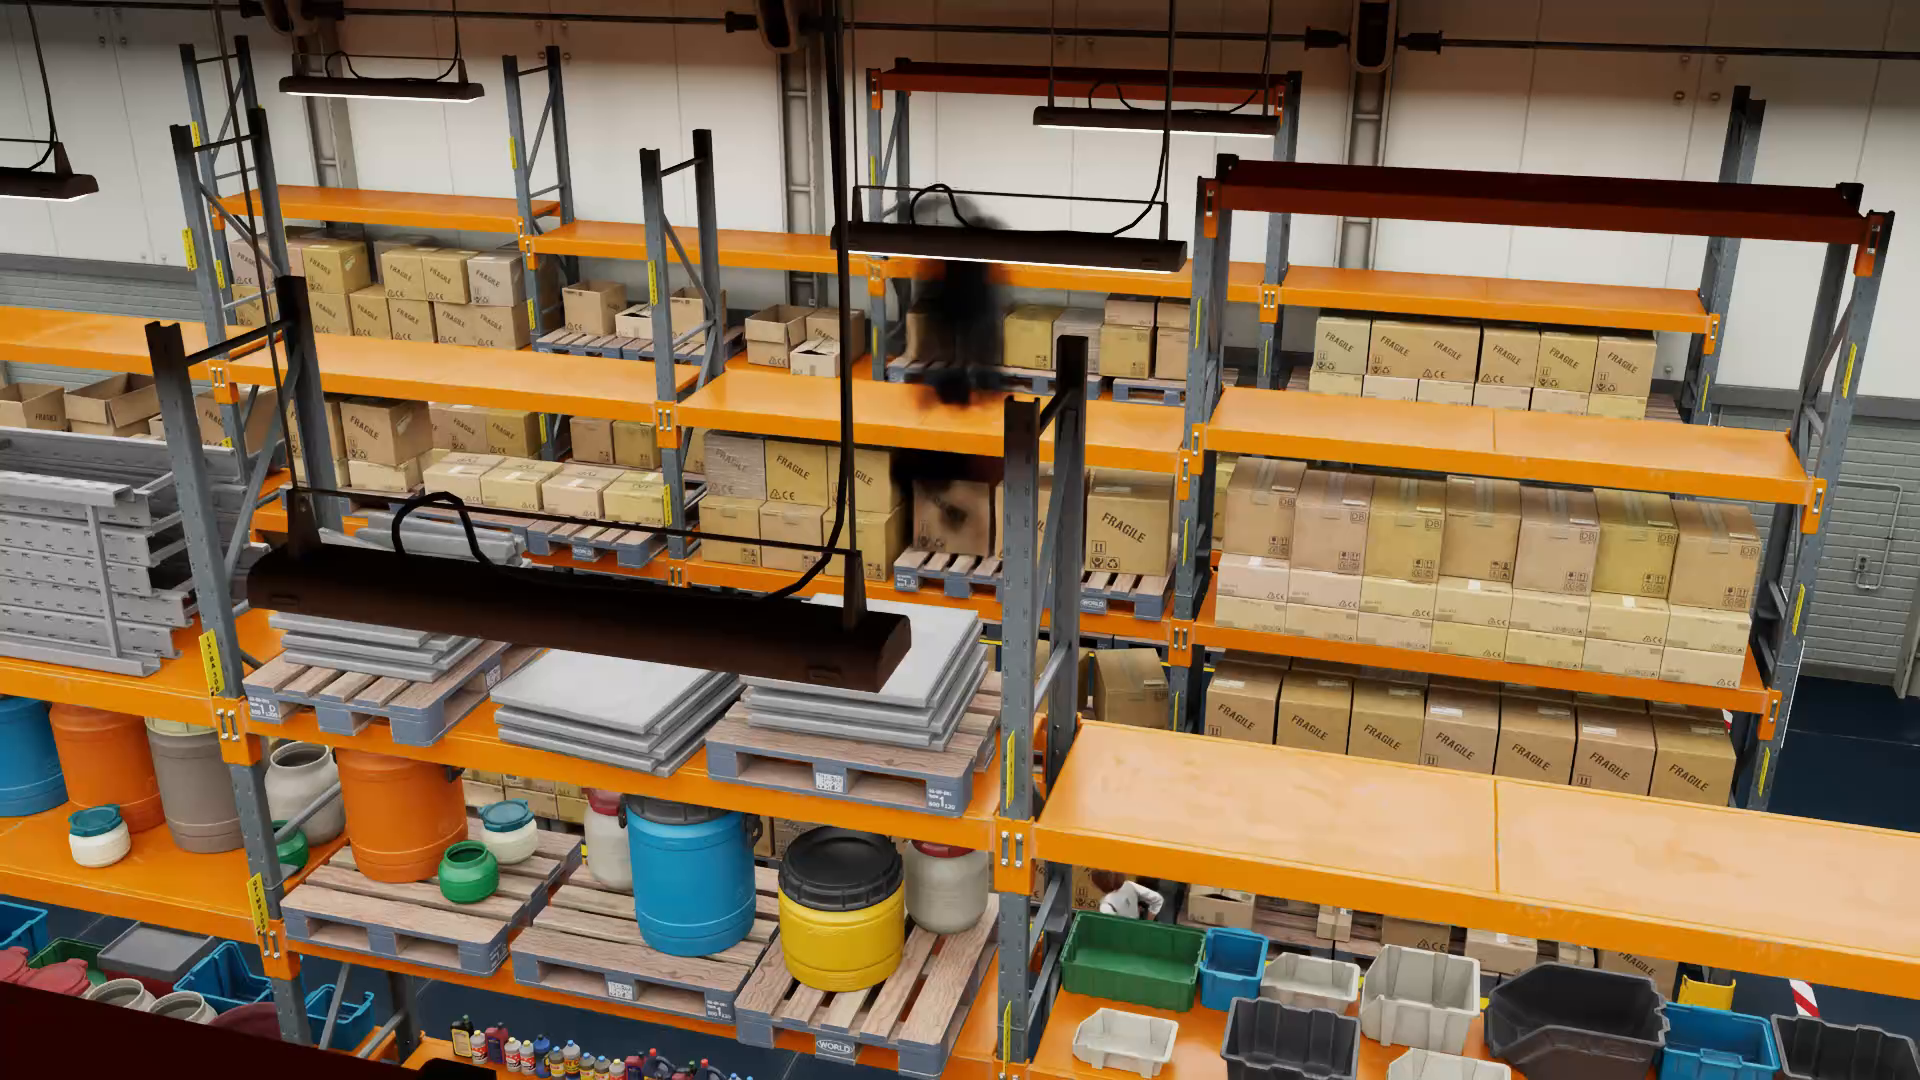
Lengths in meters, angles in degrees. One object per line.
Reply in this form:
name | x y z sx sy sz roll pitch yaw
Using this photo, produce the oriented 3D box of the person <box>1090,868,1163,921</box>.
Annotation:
person | 1.162 2.885 11.096 0.865 1.633 0.539 7 23 16
